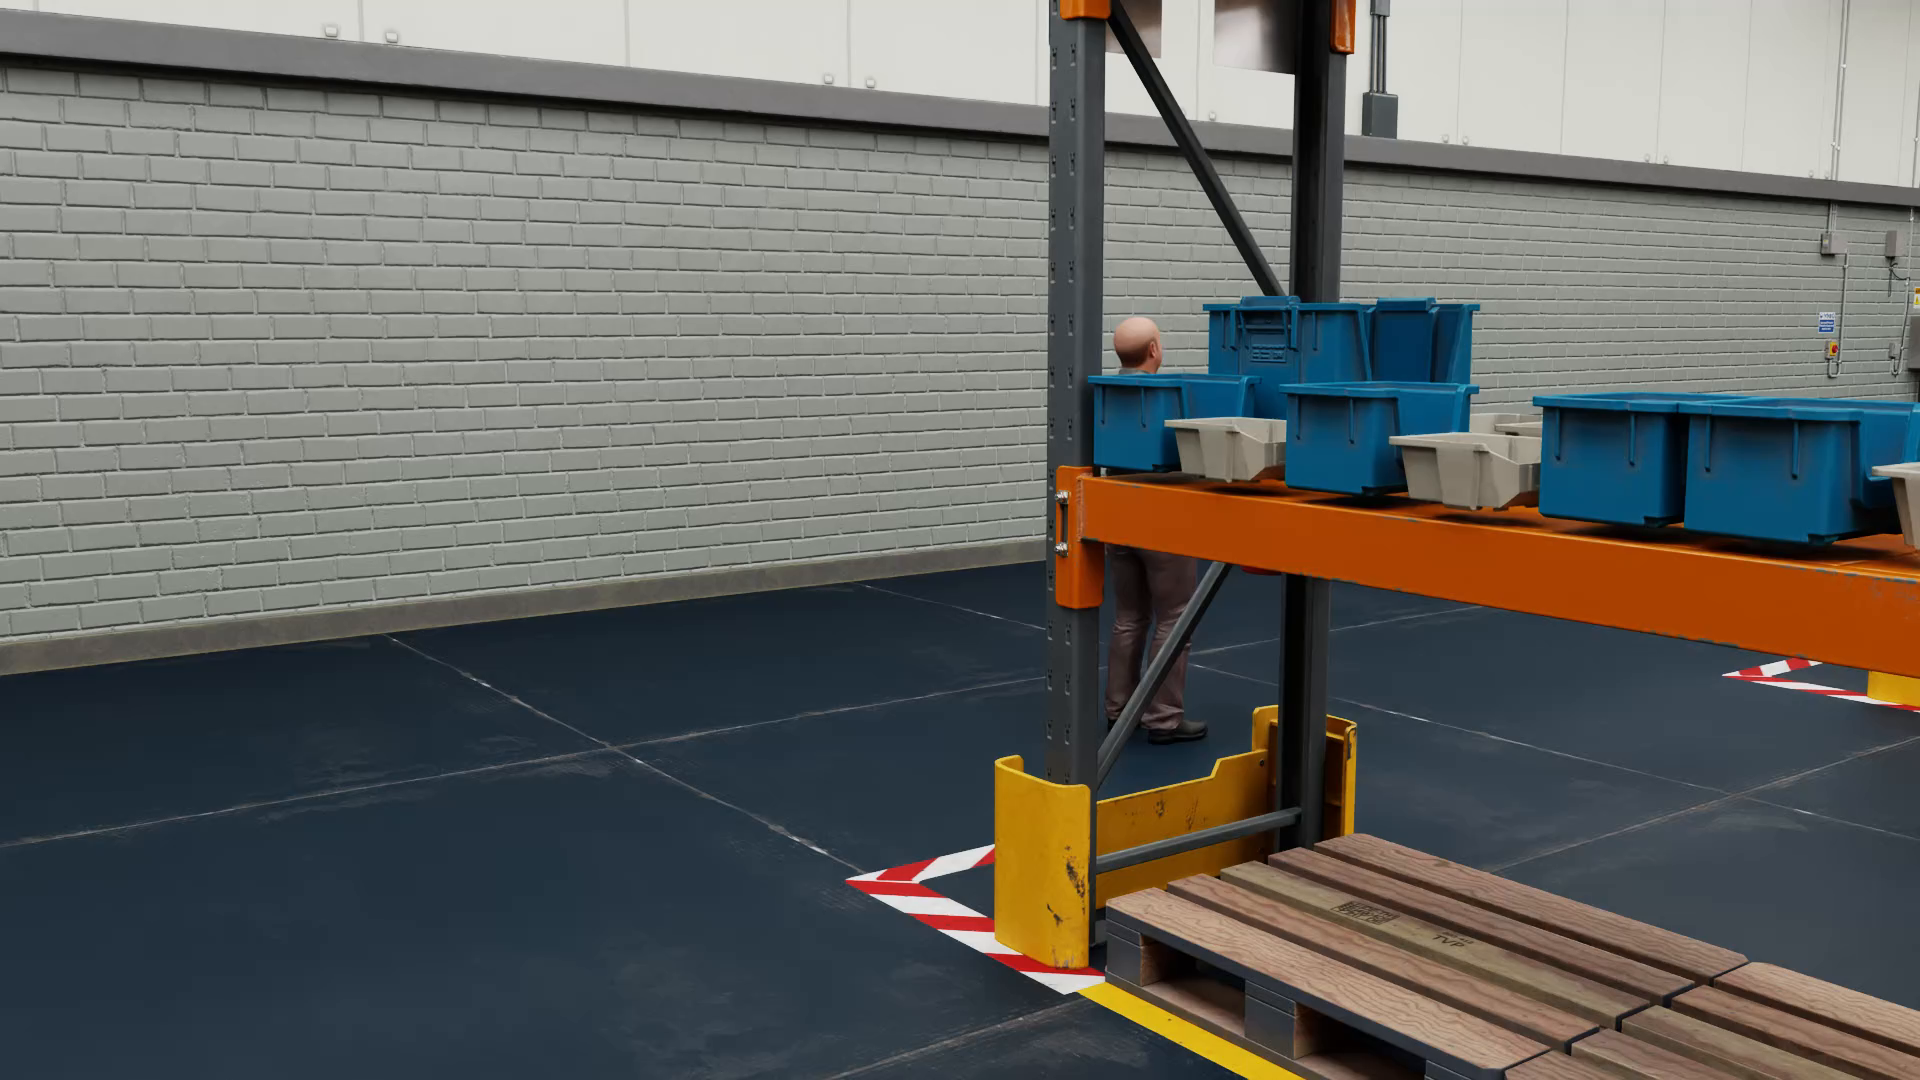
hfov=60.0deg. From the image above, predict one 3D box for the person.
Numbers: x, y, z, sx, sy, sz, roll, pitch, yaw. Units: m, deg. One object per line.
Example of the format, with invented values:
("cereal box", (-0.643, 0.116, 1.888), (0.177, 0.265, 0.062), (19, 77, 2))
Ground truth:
("person", (0.838, -0.055, 6.836), (0.559, 1.712, 0.494), (-6, 10, -36))
